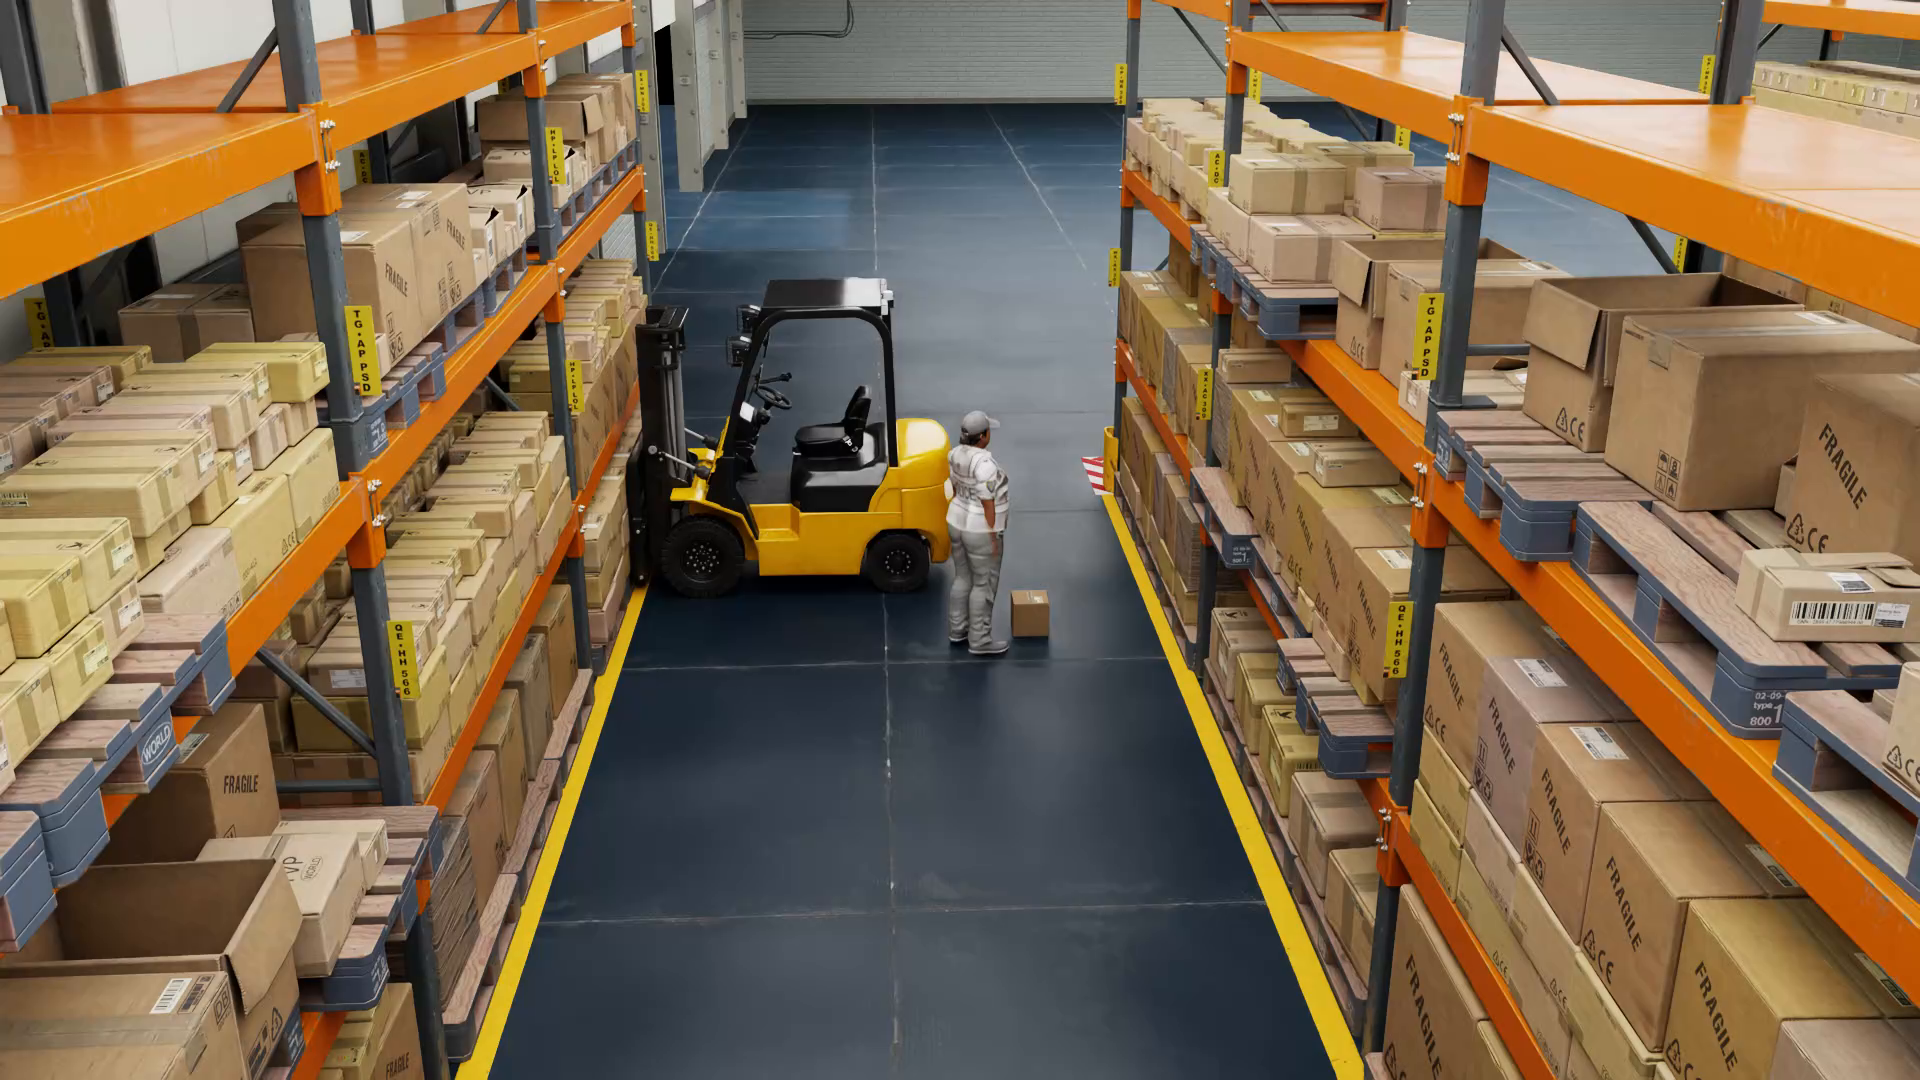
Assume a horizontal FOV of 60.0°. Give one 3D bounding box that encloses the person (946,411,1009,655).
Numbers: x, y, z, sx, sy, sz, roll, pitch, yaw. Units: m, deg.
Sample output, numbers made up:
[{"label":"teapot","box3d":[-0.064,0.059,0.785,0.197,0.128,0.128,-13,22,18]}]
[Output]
[{"label":"person","box3d":[0.122,-0.064,11.245,0.390,1.668,0.474,-12,24,-28]}]
